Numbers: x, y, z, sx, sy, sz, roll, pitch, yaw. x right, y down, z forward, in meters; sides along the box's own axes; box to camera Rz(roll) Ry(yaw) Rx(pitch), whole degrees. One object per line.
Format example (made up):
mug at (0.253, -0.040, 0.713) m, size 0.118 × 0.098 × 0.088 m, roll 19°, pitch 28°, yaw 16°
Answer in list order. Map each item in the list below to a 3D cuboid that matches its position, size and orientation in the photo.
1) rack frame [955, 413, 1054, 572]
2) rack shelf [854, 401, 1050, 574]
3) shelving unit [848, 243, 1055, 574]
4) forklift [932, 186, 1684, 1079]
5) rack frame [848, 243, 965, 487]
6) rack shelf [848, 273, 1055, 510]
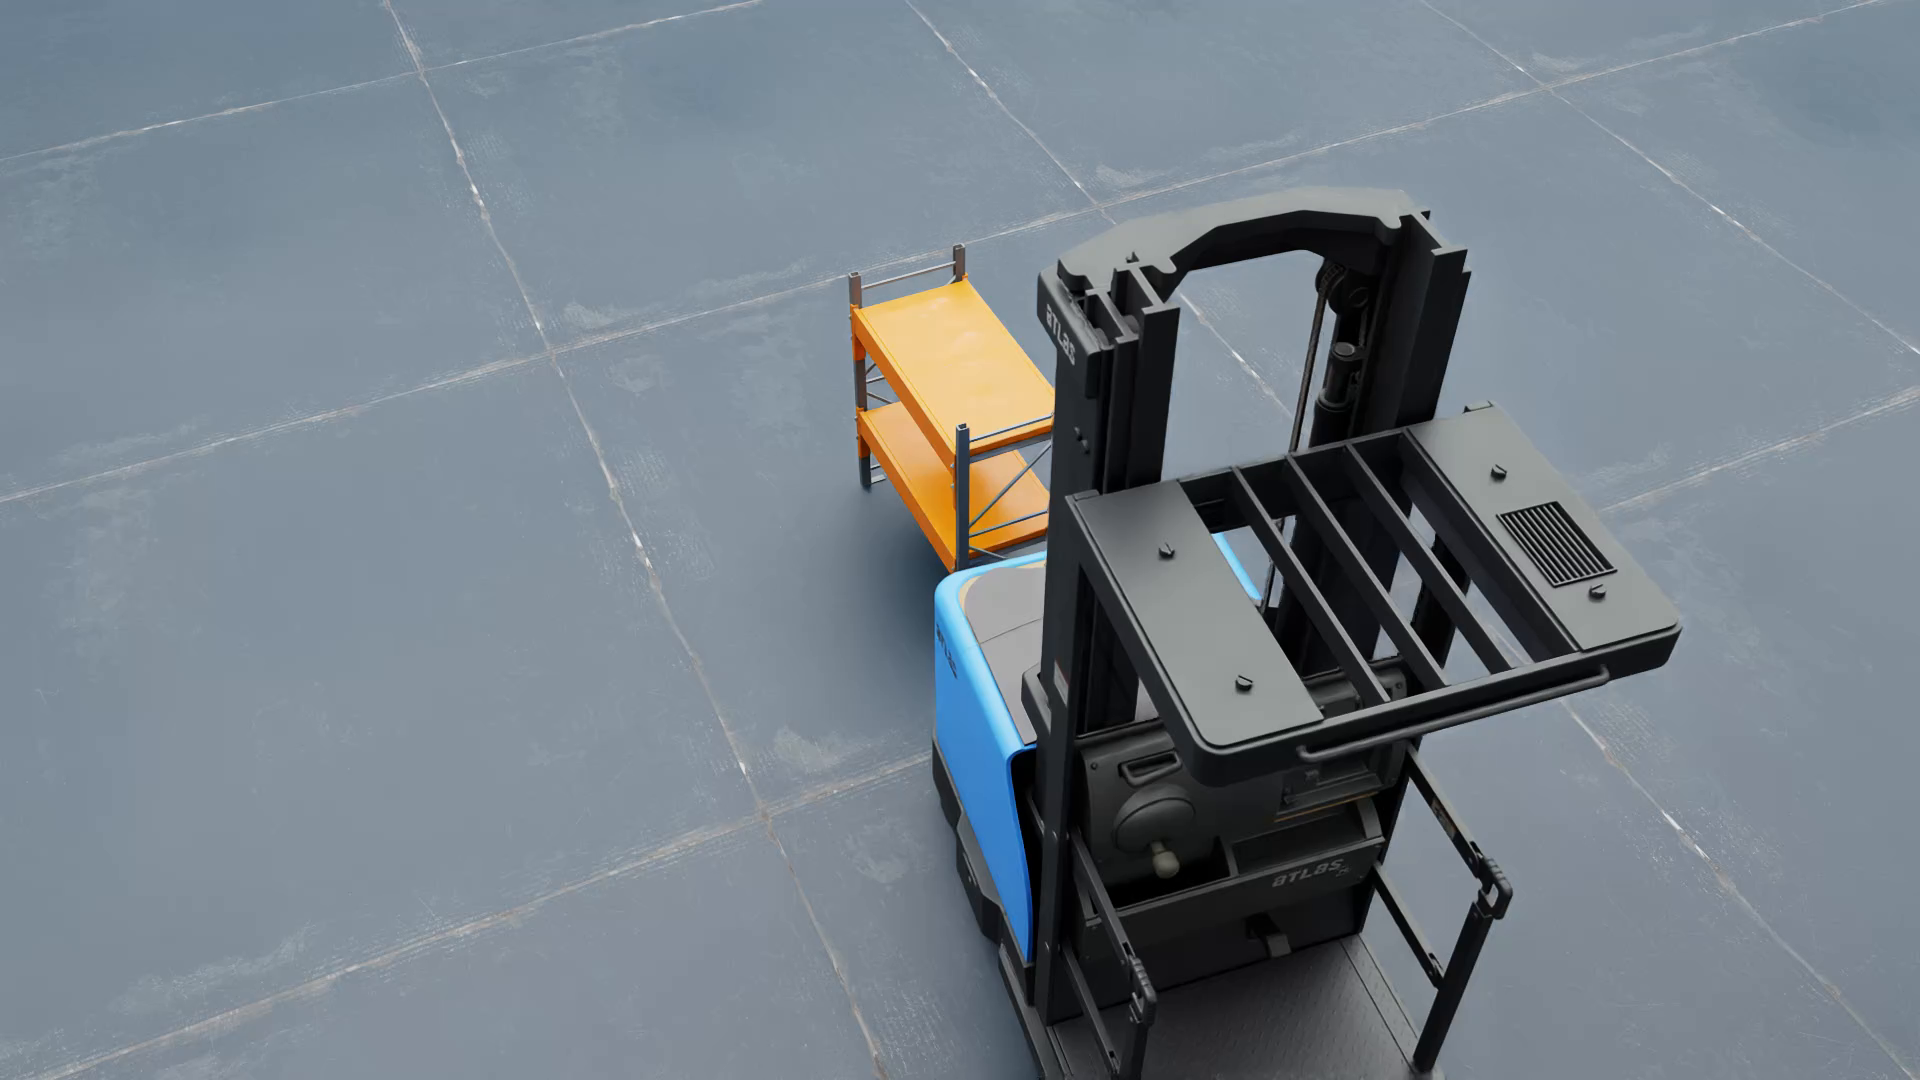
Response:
rack frame at (0.217, -0.072, 6.391) m, size 0.500 × 1.125 × 0.032 m, roll -18°, pitch 47°, yaw -17°
rack shelf at (0.003, -0.222, 6.891) m, size 0.538 × 0.278 × 1.000 m, roll -18°, pitch 47°, yaw -17°
shelving unit at (0.003, -0.396, 6.719) m, size 0.538 × 1.125 × 1.048 m, roll -18°, pitch 47°, yaw -17°
forklift at (0.840, 0.720, 4.302) m, size 1.130 × 2.935 × 3.031 m, roll -13°, pitch 46°, yaw -13°
rack frame at (-0.211, -0.720, 7.048) m, size 0.500 × 1.125 × 0.032 m, roll -18°, pitch 47°, yaw -17°
rack shelf at (0.003, -0.604, 6.514) m, size 0.538 × 0.278 × 1.000 m, roll -18°, pitch 47°, yaw -17°
